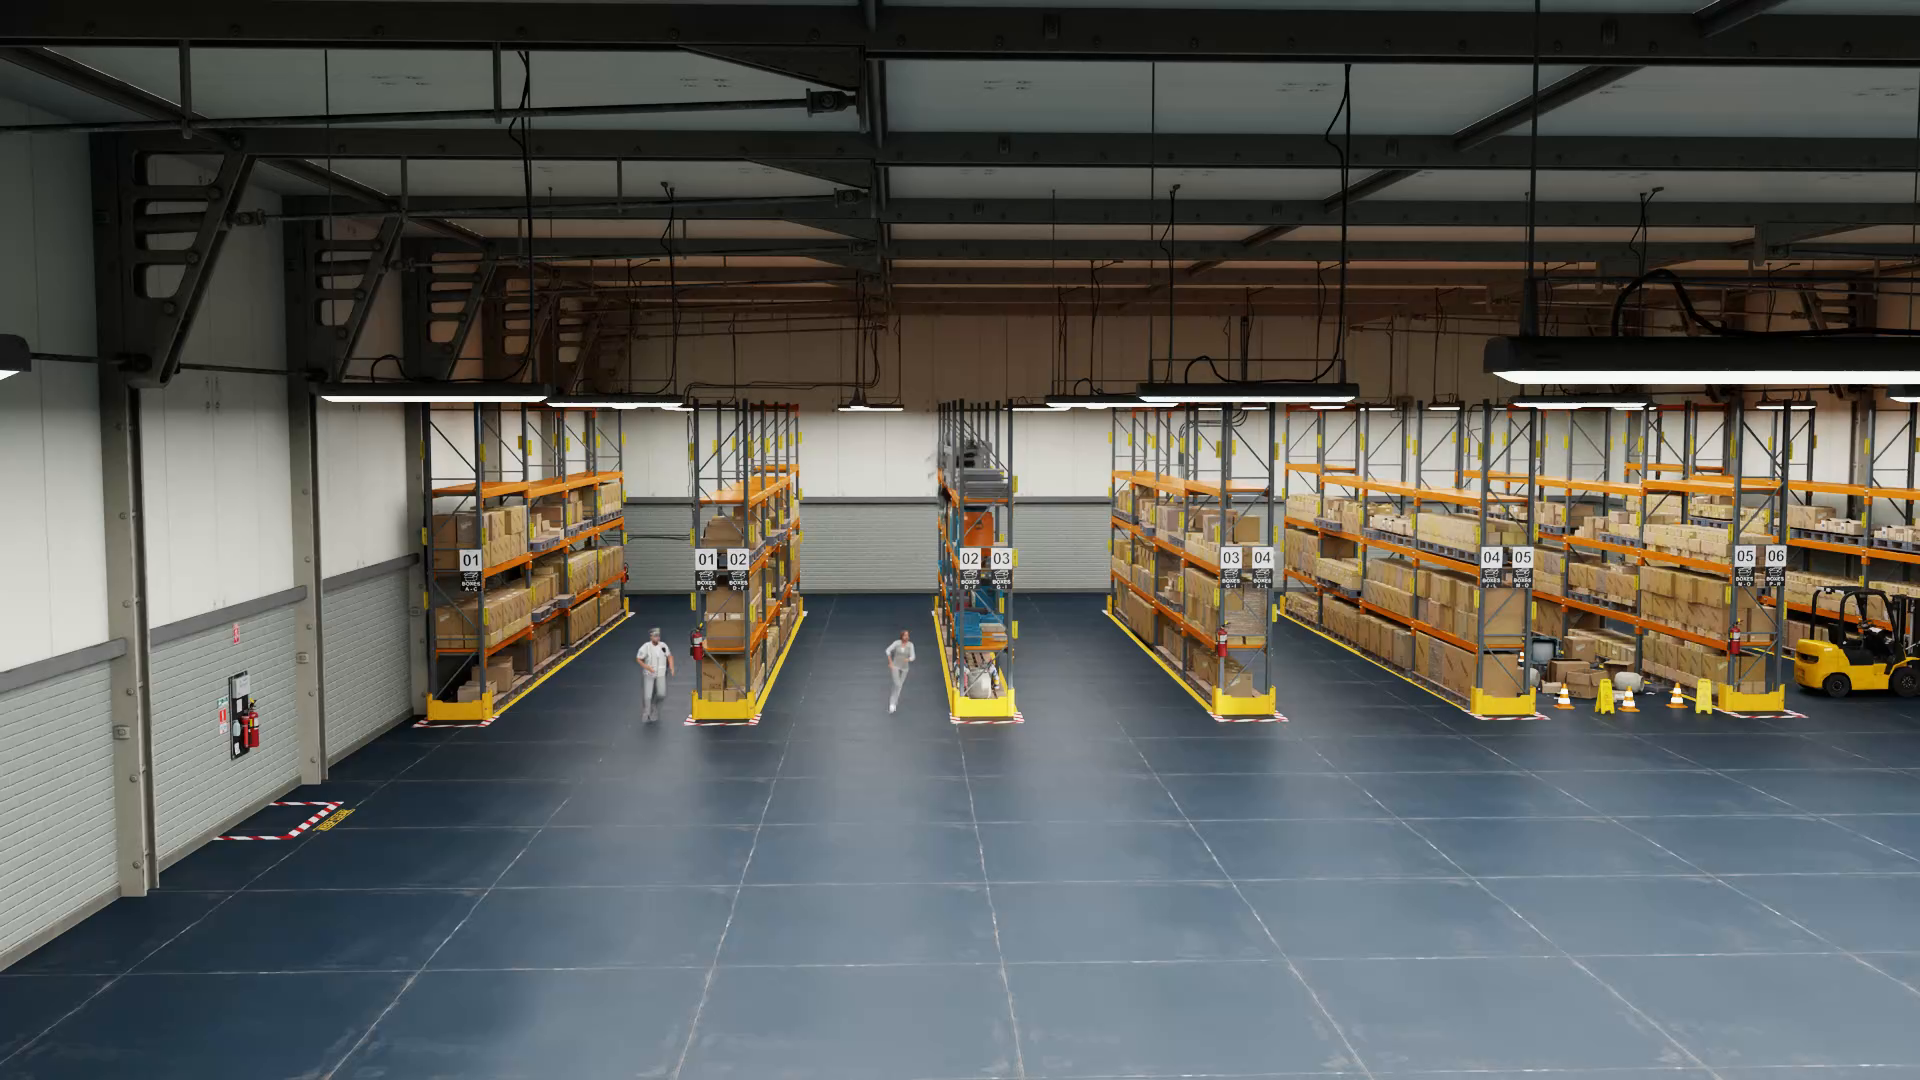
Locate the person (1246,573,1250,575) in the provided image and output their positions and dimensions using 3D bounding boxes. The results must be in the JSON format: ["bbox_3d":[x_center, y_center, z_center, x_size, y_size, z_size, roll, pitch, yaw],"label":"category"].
[{"bbox_3d":[8.032,1.218,48.158,0.792,1.670,0.605,3,5,37],"label":"person"}]

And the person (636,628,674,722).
[{"bbox_3d":[-5.653,2.516,30.929,0.712,1.768,0.554,-2,5,-25],"label":"person"}]

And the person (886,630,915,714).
[{"bbox_3d":[-1.141,2.514,31.979,0.528,1.598,0.653,-1,4,-15],"label":"person"}]
